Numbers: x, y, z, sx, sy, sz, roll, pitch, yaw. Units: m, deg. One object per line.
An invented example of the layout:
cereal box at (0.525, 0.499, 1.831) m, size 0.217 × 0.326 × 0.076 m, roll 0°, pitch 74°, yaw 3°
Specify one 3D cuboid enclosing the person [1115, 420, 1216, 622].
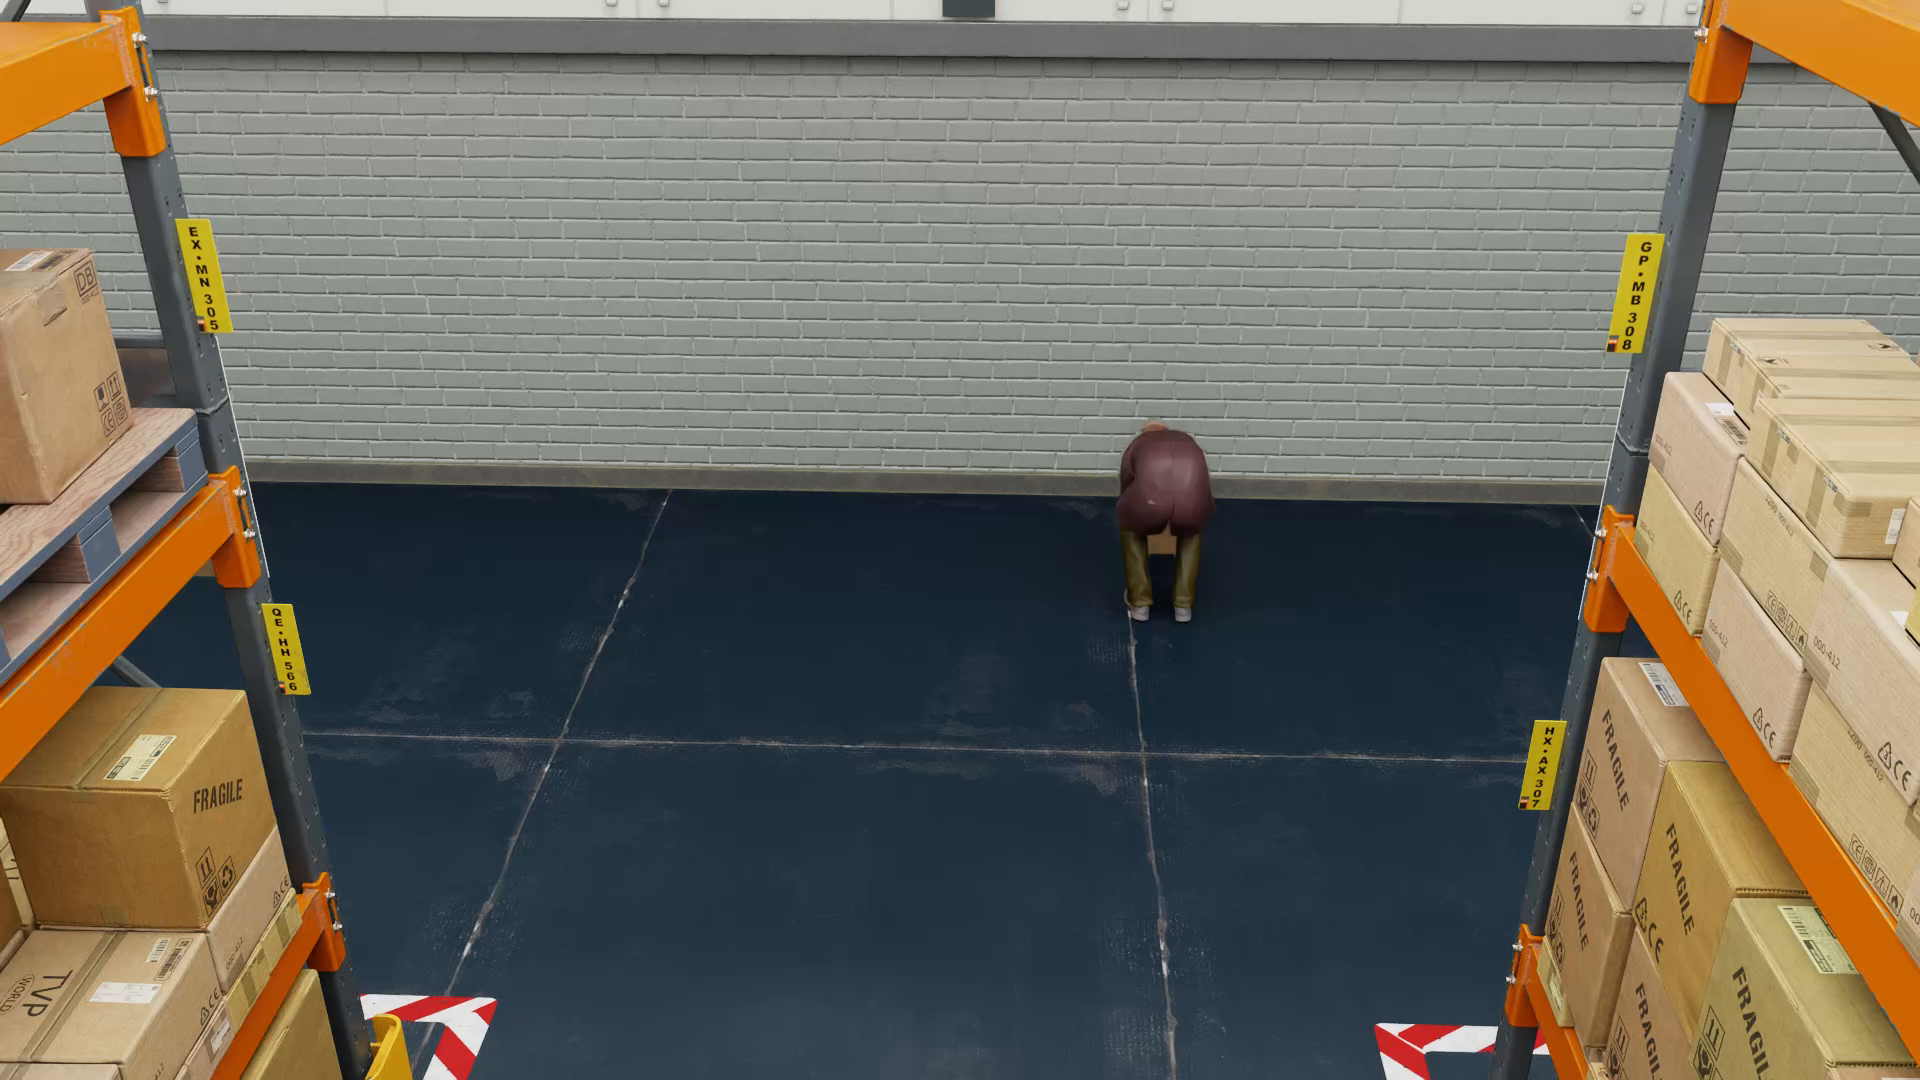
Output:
person at (1.174, -0.165, 9.705) m, size 0.581 × 1.078 × 0.949 m, roll 0°, pitch 28°, yaw 0°
